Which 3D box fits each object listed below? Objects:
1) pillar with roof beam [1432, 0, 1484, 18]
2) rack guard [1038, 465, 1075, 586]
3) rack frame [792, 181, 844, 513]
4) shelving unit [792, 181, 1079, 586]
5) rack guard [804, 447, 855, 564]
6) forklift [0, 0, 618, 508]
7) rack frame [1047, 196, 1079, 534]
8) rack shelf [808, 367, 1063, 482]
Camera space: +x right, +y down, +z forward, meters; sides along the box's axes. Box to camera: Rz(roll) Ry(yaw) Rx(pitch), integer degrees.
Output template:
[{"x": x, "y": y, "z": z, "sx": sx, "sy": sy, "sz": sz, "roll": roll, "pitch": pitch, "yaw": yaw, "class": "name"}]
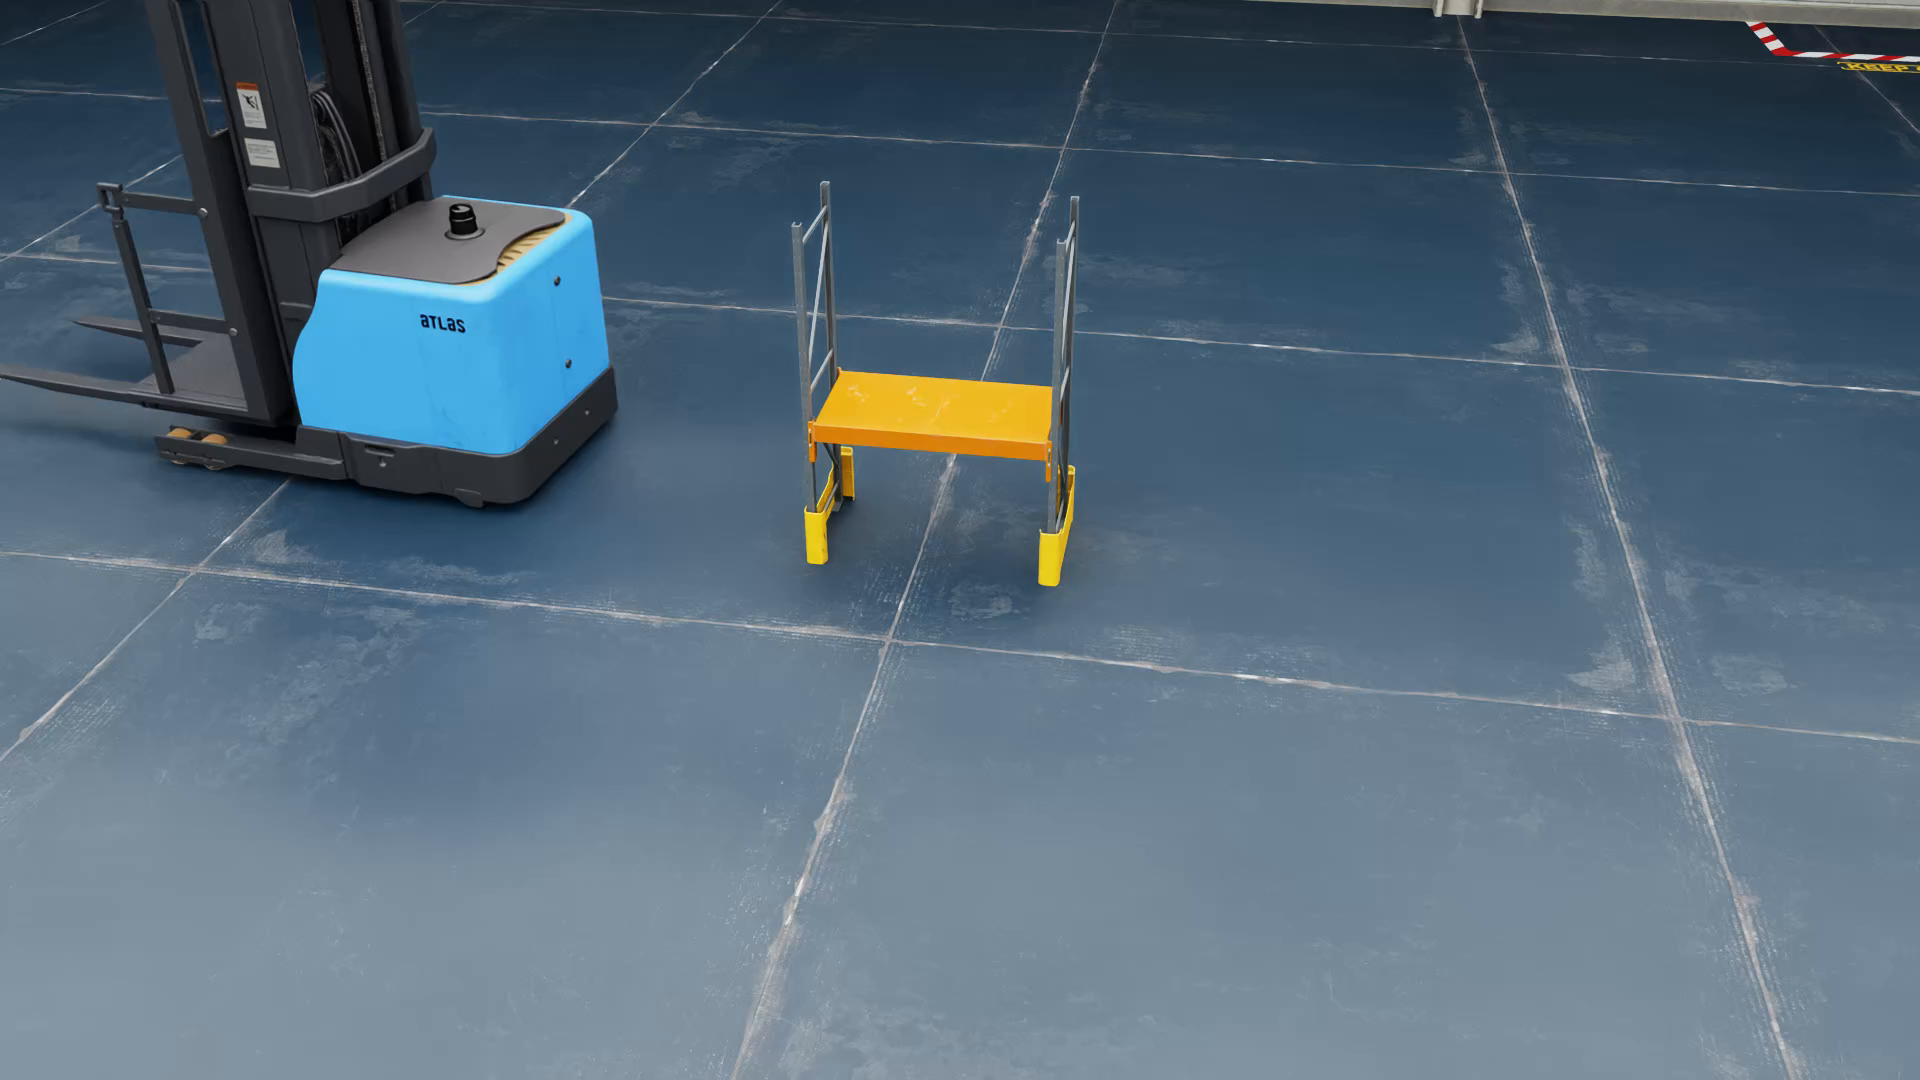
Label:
[{"x": 3.663, "y": -6.223, "z": 8.710, "sx": 0.400, "sy": 9.000, "sz": 9.100, "roll": 5, "pitch": 32, "yaw": 8, "class": "pillar with roof beam"}, {"x": 0.416, "y": -0.068, "z": 7.124, "sx": 0.087, "sy": 0.250, "sz": 0.587, "roll": 5, "pitch": 32, "yaw": 8, "class": "rack guard"}, {"x": -0.585, "y": -0.689, "z": 6.937, "sx": 0.032, "sy": 1.500, "sz": 0.500, "roll": 5, "pitch": 32, "yaw": 8, "class": "rack frame"}, {"x": -0.075, "y": -0.643, "z": 6.863, "sx": 1.083, "sy": 1.500, "sz": 0.587, "roll": 5, "pitch": 32, "yaw": 8, "class": "shelving unit"}, {"x": -0.566, "y": -0.157, "z": 7.266, "sx": 0.087, "sy": 0.250, "sz": 0.587, "roll": 5, "pitch": 32, "yaw": 8, "class": "rack guard"}, {"x": -3.250, "y": -1.825, "z": 7.403, "sx": 3.031, "sy": 2.935, "sz": 1.130, "roll": 9, "pitch": 33, "yaw": 14, "class": "forklift"}, {"x": 0.417, "y": -0.598, "z": 6.792, "sx": 0.032, "sy": 1.500, "sz": 0.500, "roll": 5, "pitch": 32, "yaw": 8, "class": "rack frame"}, {"x": -0.084, "y": -0.491, "z": 6.960, "sx": 1.000, "sy": 0.185, "sz": 0.538, "roll": 5, "pitch": 32, "yaw": 8, "class": "rack shelf"}]
